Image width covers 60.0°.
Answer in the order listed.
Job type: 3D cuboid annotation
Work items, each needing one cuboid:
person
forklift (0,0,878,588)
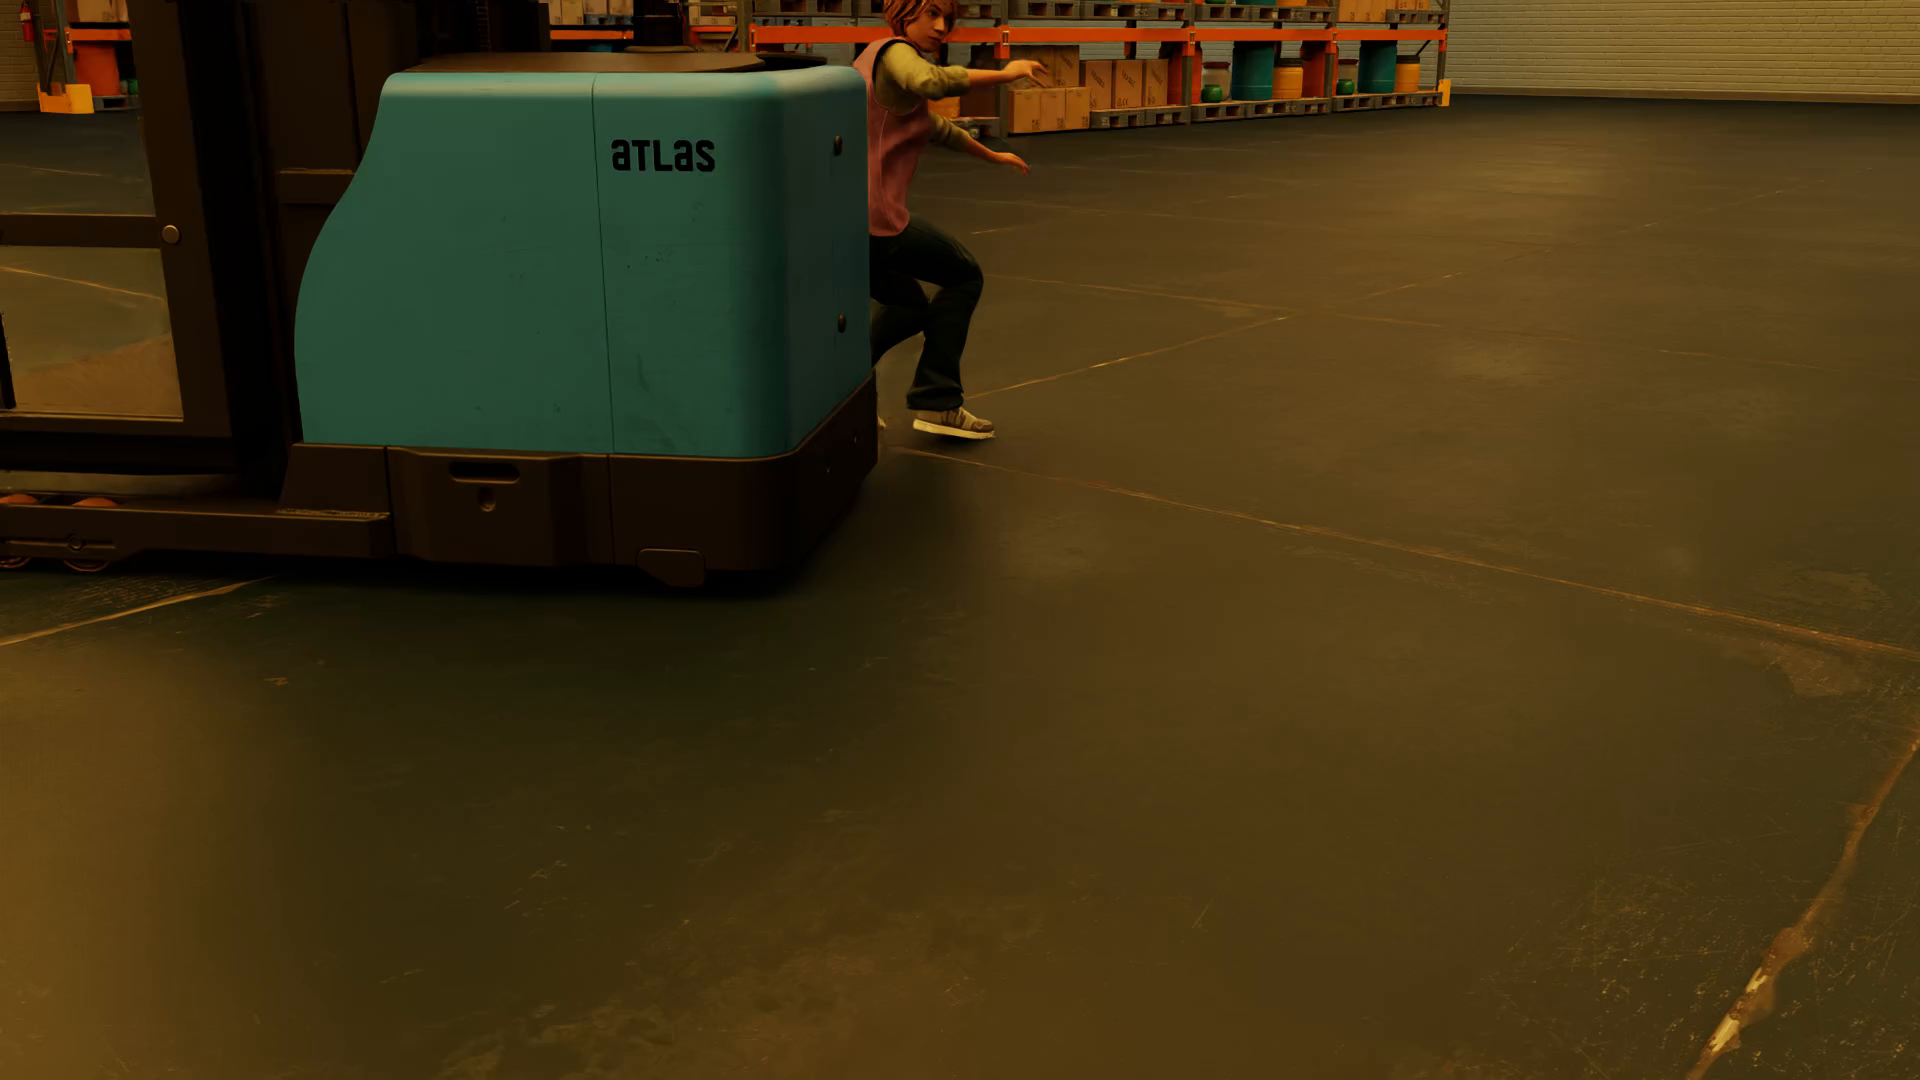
[{"bbox_3d":[-0.024,-0.950,4.811,0.922,1.331,0.652,-13,21,-37],"label":"person"},{"bbox_3d":[-1.777,-1.478,3.765,3.031,2.935,1.130,2,17,8],"label":"forklift"}]
